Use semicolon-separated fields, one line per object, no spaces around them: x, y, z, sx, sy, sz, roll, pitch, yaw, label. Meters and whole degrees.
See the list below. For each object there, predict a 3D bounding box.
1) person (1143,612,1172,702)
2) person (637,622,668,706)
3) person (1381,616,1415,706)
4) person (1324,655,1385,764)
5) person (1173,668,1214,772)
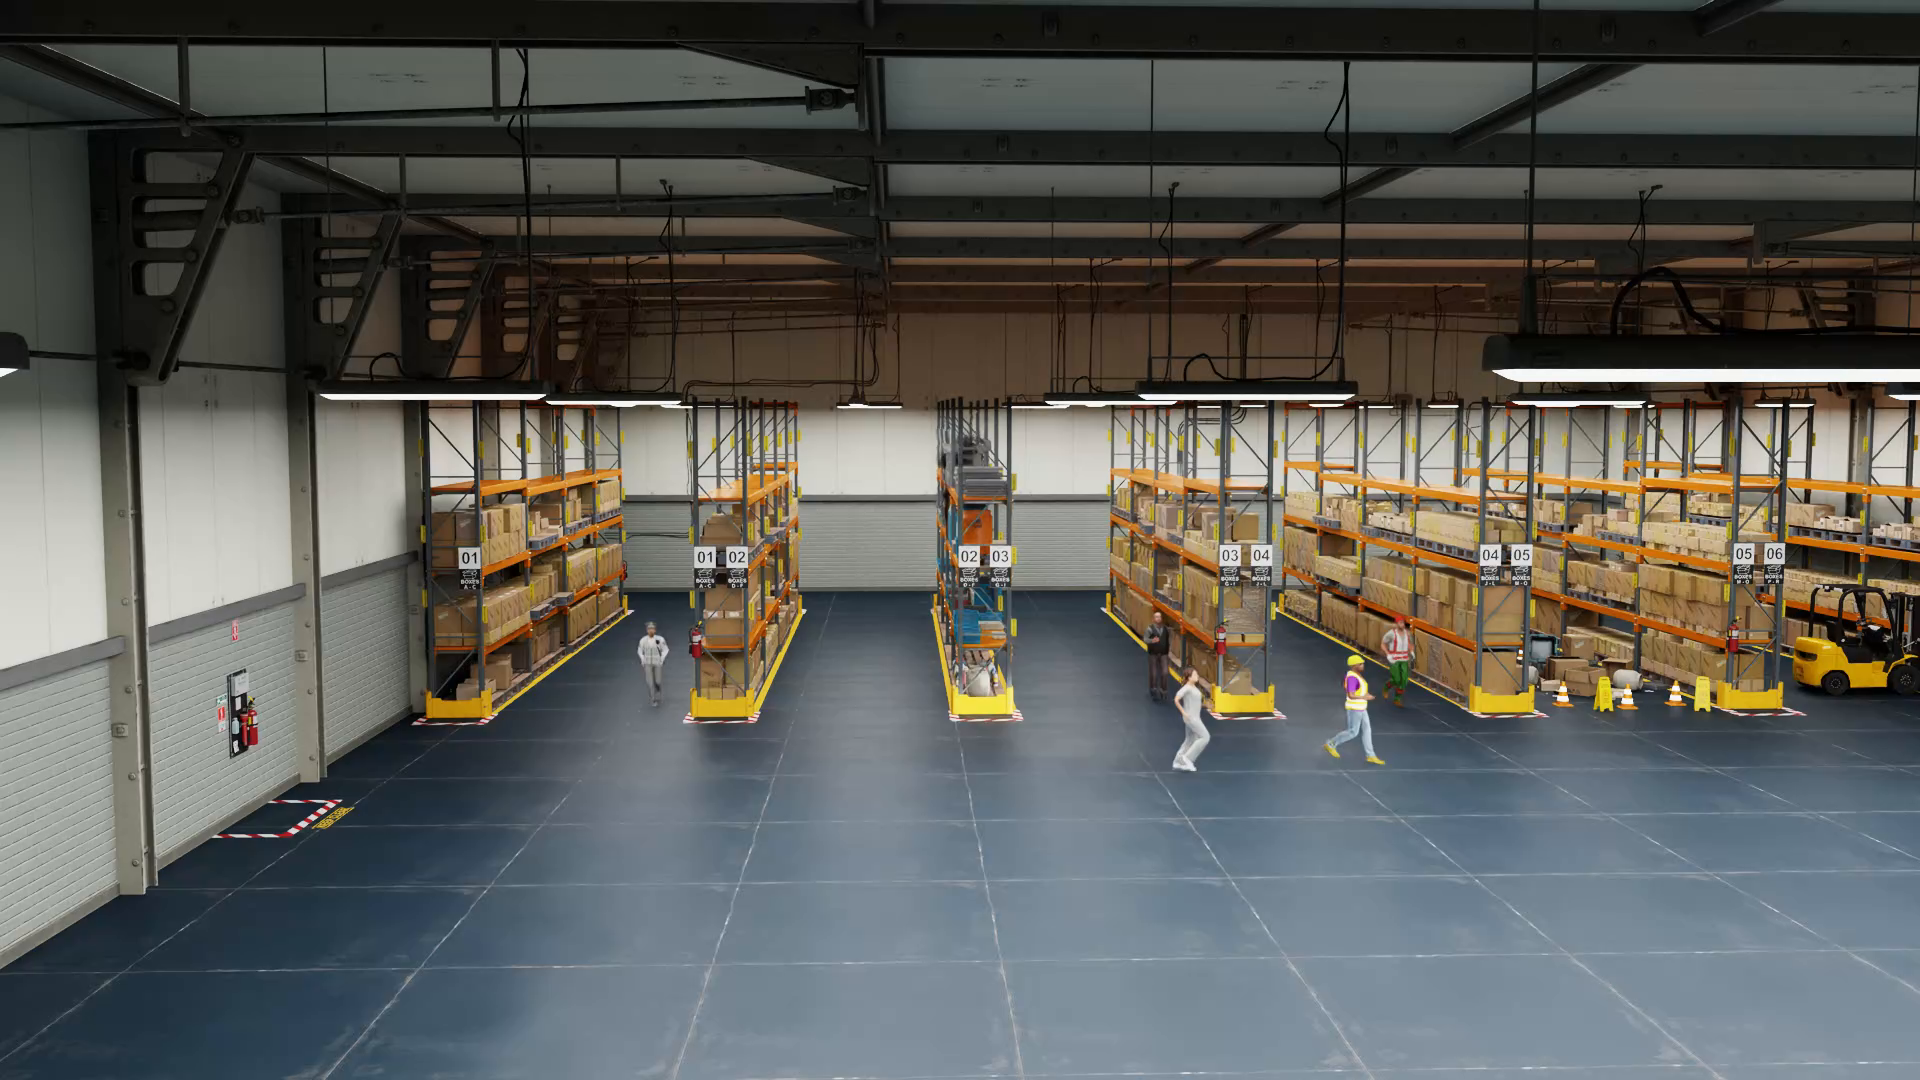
3.936;2.321;32.984;0.638;1.778;0.719;0;4;-4;person
-5.959;2.407;32.248;0.592;1.646;0.519;0;4;-6;person
8.553;2.347;32.501;0.690;1.753;0.583;-1;5;-16;person
6.407;2.743;26.939;0.972;1.765;0.701;2;5;25;person
3.699;2.855;26.377;0.653;1.621;0.538;1;5;18;person
